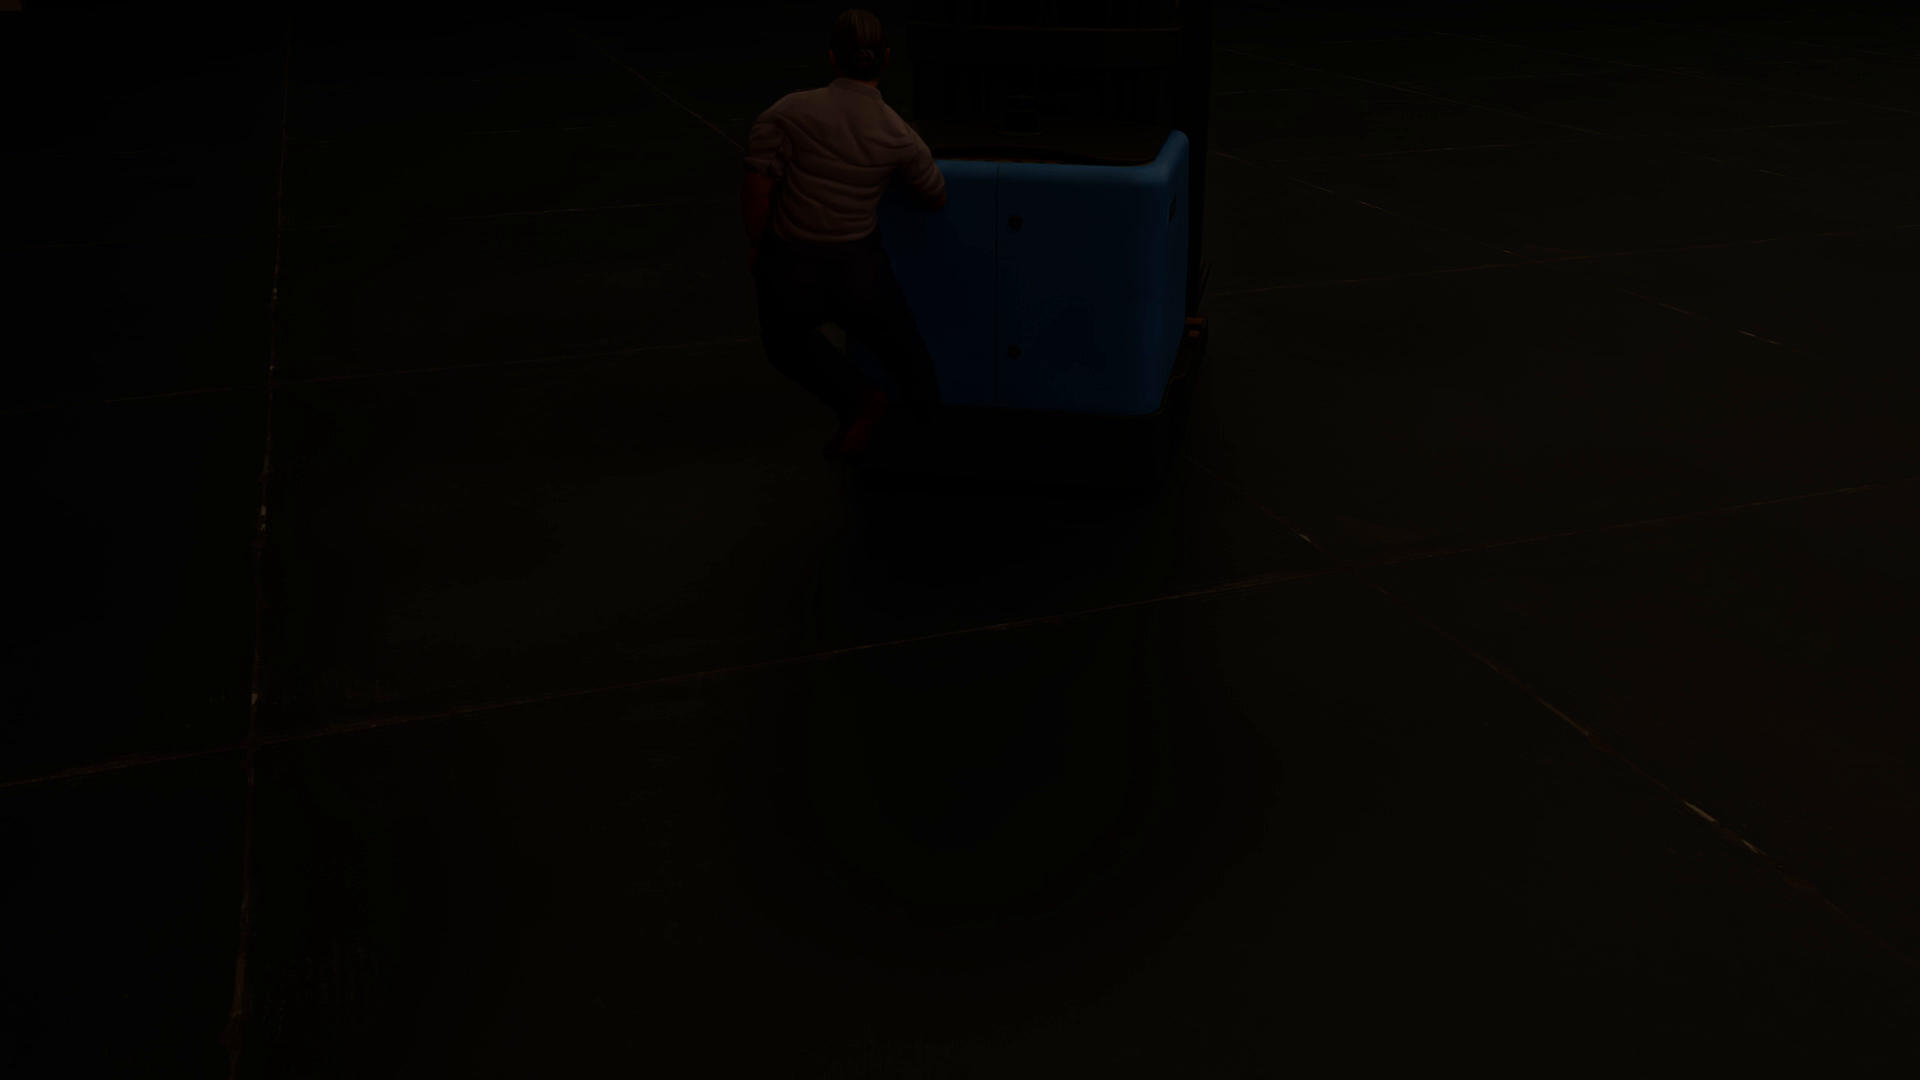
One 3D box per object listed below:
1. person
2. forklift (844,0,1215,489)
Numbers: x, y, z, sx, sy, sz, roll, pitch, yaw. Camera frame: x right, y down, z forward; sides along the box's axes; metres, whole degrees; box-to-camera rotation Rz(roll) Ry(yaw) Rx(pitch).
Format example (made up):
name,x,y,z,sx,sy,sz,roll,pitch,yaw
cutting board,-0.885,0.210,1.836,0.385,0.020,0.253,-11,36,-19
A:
name,x,y,z,sx,sy,sz,roll,pitch,yaw
person,-0.288,-0.876,5.194,0.741,1.536,0.661,-1,23,-3
forklift,0.418,-2.053,6.180,1.130,2.935,3.031,5,23,11
